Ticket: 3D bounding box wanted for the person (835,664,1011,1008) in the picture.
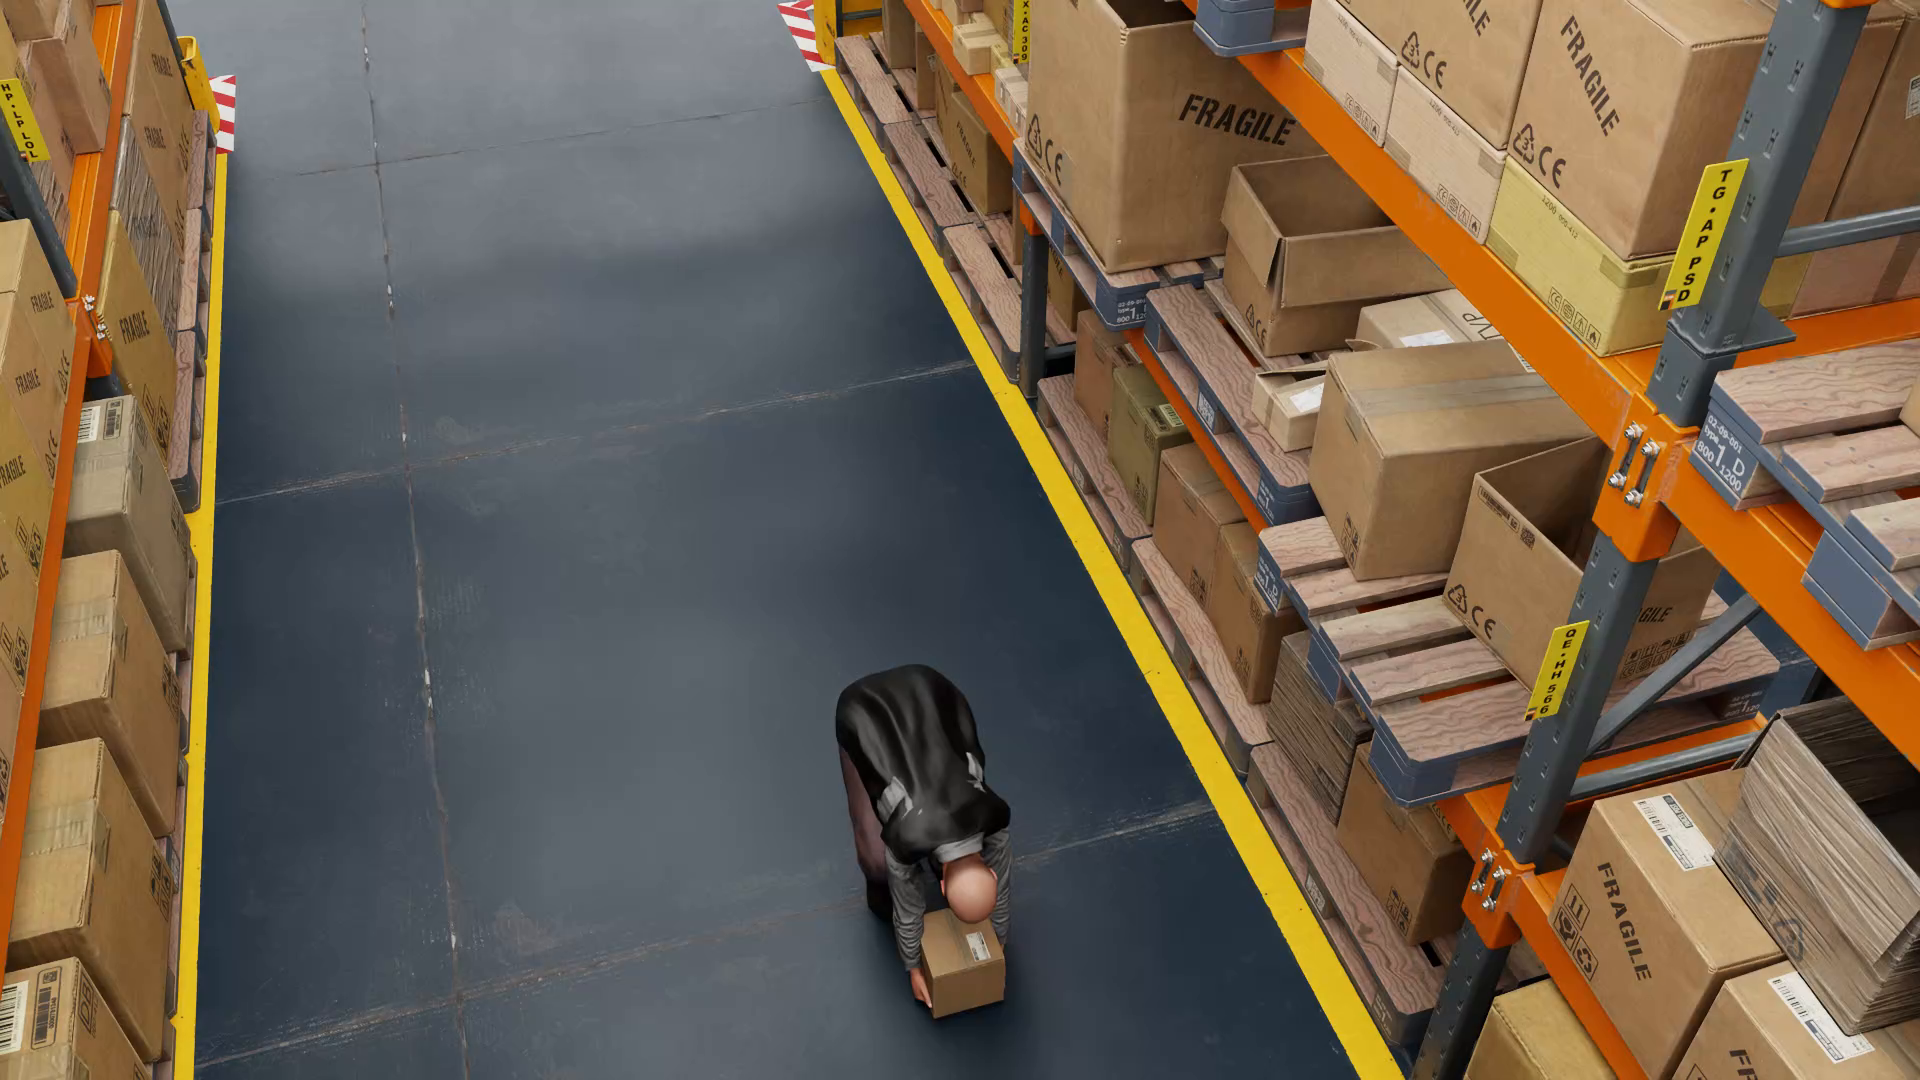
[{"bbox_3d":[-0.104,0.993,5.653,0.501,0.946,0.944,-14,44,-15],"label":"person"}]
